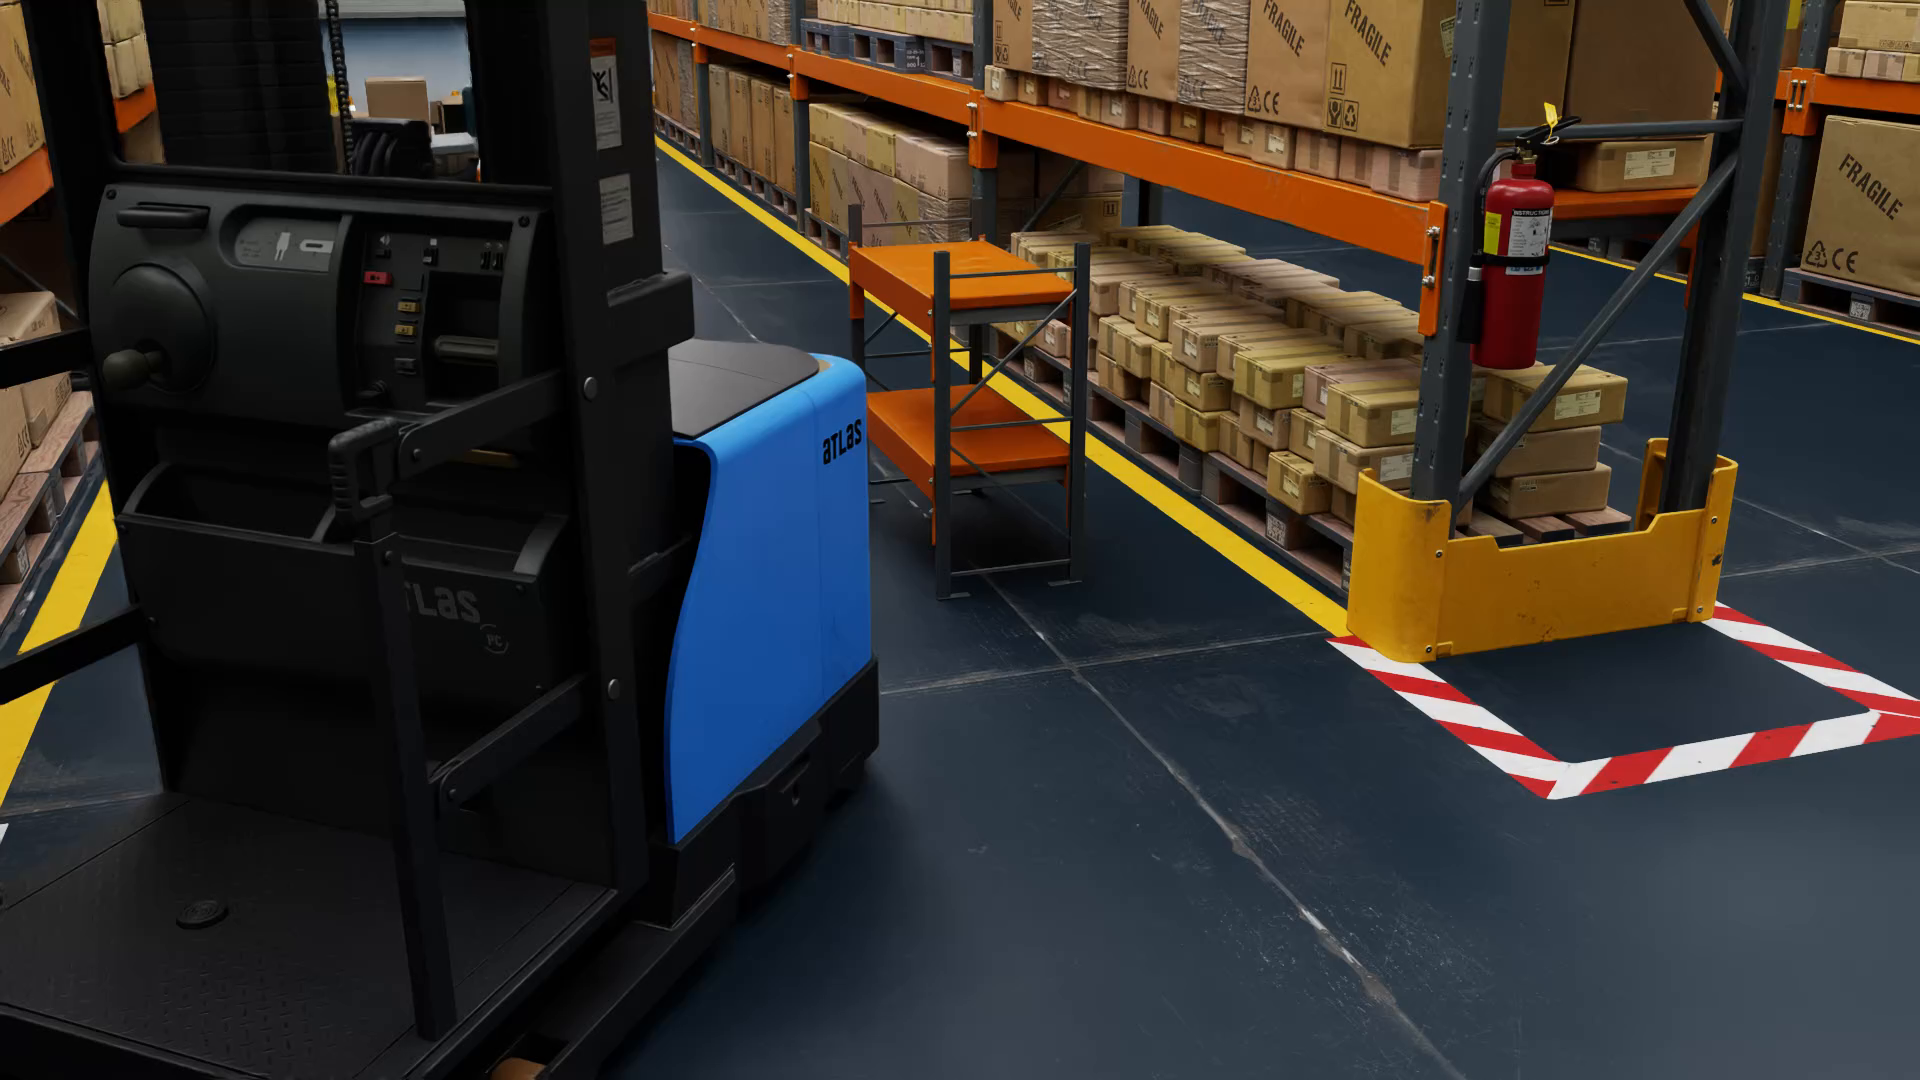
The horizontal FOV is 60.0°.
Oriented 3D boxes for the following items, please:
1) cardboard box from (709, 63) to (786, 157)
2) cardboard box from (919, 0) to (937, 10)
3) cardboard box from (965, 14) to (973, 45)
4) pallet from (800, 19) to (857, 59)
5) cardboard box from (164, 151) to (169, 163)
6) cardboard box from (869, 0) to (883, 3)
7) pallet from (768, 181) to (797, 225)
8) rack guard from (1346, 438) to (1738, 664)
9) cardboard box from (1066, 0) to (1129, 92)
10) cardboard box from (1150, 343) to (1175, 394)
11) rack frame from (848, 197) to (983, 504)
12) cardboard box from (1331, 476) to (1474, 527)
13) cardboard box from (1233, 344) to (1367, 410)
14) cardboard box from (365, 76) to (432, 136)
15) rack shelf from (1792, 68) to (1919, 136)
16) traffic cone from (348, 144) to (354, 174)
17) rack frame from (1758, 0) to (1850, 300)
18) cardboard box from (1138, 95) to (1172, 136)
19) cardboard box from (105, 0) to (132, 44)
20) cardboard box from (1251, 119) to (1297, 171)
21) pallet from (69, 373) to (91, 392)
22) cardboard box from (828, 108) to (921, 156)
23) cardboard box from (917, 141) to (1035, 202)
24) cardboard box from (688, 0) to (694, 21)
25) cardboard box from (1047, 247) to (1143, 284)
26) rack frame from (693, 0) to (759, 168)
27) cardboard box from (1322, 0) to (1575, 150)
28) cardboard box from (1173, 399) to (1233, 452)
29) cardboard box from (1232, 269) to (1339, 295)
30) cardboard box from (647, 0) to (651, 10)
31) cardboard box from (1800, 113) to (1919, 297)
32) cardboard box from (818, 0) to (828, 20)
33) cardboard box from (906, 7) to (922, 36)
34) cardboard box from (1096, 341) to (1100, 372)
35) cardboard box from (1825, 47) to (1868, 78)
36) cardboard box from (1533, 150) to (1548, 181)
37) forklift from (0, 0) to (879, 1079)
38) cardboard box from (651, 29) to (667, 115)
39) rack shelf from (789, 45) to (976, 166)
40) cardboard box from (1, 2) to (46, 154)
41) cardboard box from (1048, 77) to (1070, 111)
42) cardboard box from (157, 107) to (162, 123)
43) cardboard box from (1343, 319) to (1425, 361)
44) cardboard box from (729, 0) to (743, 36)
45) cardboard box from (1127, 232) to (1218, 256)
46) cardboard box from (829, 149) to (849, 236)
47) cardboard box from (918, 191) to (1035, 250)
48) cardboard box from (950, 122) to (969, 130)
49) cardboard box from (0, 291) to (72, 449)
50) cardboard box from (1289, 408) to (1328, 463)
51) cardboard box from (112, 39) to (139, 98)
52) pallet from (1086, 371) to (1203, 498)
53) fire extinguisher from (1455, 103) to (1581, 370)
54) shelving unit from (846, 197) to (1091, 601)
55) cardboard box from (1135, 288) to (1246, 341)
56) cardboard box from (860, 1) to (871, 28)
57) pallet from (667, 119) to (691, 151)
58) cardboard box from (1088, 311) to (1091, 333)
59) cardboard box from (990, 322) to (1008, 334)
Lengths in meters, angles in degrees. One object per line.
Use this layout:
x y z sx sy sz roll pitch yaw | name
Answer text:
-1.678 -3.934 15.139 1.050 0.750 0.750 -6 21 -17 | cardboard box
-0.006 -2.996 9.129 0.380 0.149 0.250 -7 21 -19 | cardboard box
0.243 -2.604 8.478 0.380 0.149 0.250 -7 21 -18 | cardboard box
-0.376 -3.394 11.212 1.213 0.211 1.003 -6 21 -17 | pallet
-5.776 -2.522 11.768 0.950 0.372 0.625 -7 21 -18 | cardboard box
-0.334 -3.331 10.064 0.380 0.149 0.250 -7 21 -18 | cardboard box
-0.878 -2.650 12.982 1.003 0.211 1.213 -6 21 -17 | pallet
1.789 0.018 5.127 1.175 0.500 0.348 -6 21 -17 | rack guard
0.759 -2.096 6.726 0.500 0.500 0.500 -7 21 -18 | cardboard box
0.973 -0.685 6.542 0.380 0.149 0.250 -5 20 -14 | cardboard box
-0.158 -0.690 6.175 0.500 1.125 0.032 -6 21 -17 | rack frame
1.450 -0.137 5.456 0.380 0.149 0.250 -6 21 -16 | cardboard box
1.180 -0.569 5.781 0.380 0.149 0.250 -7 21 -18 | cardboard box
-4.946 -3.805 14.651 0.500 0.500 0.500 -6 21 -17 | cardboard box
5.925 -1.932 7.922 1.077 0.370 4.000 -6 21 -17 | rack shelf
-4.907 -2.984 13.539 0.336 0.463 0.334 -6 21 -17 | traffic cone
5.296 -2.912 9.588 1.000 3.000 0.127 -6 21 -17 | rack frame
0.923 -1.675 6.515 0.380 0.149 0.250 -6 21 -15 | cardboard box
-4.306 -2.524 7.990 0.500 0.250 0.500 -6 21 -17 | cardboard box
1.204 -1.333 5.561 0.380 0.149 0.250 -6 21 -16 | cardboard box
-4.426 -0.787 7.795 1.003 0.211 1.213 -6 21 -17 | pallet
-0.555 -2.666 10.868 0.500 0.250 0.500 -7 21 -18 | cardboard box
0.082 -2.004 9.026 0.500 0.250 0.500 -7 21 -19 | cardboard box
-2.086 -5.173 15.659 0.875 0.550 0.550 -6 21 -17 | cardboard box
0.624 -1.251 7.677 0.380 0.149 0.250 -7 21 -18 | cardboard box
-1.959 -4.985 15.358 1.000 3.000 0.127 -6 21 -17 | rack frame
1.428 -1.438 4.895 0.500 0.500 0.500 -6 21 -16 | cardboard box
1.042 -0.456 6.344 0.380 0.149 0.250 -7 21 -20 | cardboard box
1.394 -1.056 7.137 0.380 0.149 0.250 -7 21 -19 | cardboard box
-3.056 -6.225 18.588 0.875 0.550 0.550 -6 21 -17 | cardboard box
5.428 -1.890 9.262 0.875 0.875 0.875 -6 21 -17 | cardboard box
-0.752 -3.616 11.296 0.380 0.149 0.250 -7 21 -18 | cardboard box
-0.087 -2.936 9.404 0.380 0.149 0.250 -7 21 -20 | cardboard box
0.821 -0.804 7.315 0.380 0.149 0.250 -7 21 -20 | cardboard box
5.073 -2.664 9.267 0.380 0.149 0.250 -6 21 -17 | cardboard box
1.903 -1.232 5.281 0.380 0.149 0.250 -6 21 -15 | cardboard box
-1.205 -0.398 2.689 1.130 2.935 3.031 7 21 20 | forklift
-2.940 -5.256 18.634 0.875 0.875 0.875 -6 21 -17 | cardboard box
-0.073 -2.721 10.119 1.077 0.370 4.000 -6 21 -17 | rack shelf
-3.556 -1.620 5.842 0.500 0.500 0.500 -7 21 -19 | cardboard box
0.620 -2.019 7.472 0.380 0.149 0.250 -7 21 -20 | cardboard box
-7.067 -3.845 14.520 0.500 0.500 0.500 -7 21 -18 | cardboard box
1.656 -0.715 6.187 0.380 0.149 0.250 -7 21 -20 | cardboard box
-1.575 -4.349 13.440 0.500 0.500 0.500 -6 21 -16 | cardboard box
1.033 -1.389 8.064 0.380 0.149 0.250 -6 21 -17 | cardboard box
-0.560 -2.308 10.980 0.500 0.500 0.500 -6 21 -17 | cardboard box
0.084 -1.650 9.149 0.500 0.500 0.500 -7 21 -18 | cardboard box
0.249 -2.392 10.106 0.500 0.250 0.500 -6 20 -15 | cardboard box
-4.016 -0.638 6.426 0.875 0.438 0.875 -7 21 -18 | cardboard box
1.345 -0.359 5.634 0.380 0.149 0.250 -7 21 -18 | cardboard box
-4.309 -2.290 8.077 0.500 0.250 0.500 -7 21 -18 | cardboard box
1.188 -0.502 7.001 1.003 0.211 1.213 -6 21 -17 | pallet
1.454 -0.792 4.351 0.296 0.674 0.183 -6 21 -17 | fire extinguisher
0.002 -0.527 5.720 0.538 1.125 1.048 -6 21 -17 | shelving unit
0.934 -0.917 6.748 0.380 0.149 0.250 -6 21 -17 | cardboard box
-0.411 -3.272 10.338 0.380 0.149 0.250 -6 21 -15 | cardboard box
-2.511 -4.317 17.624 1.003 0.211 1.213 -6 21 -17 | pallet
0.724 -1.030 7.504 0.380 0.149 0.250 -7 21 -20 | cardboard box
0.365 -1.123 8.201 0.380 0.149 0.250 -7 21 -20 | cardboard box
